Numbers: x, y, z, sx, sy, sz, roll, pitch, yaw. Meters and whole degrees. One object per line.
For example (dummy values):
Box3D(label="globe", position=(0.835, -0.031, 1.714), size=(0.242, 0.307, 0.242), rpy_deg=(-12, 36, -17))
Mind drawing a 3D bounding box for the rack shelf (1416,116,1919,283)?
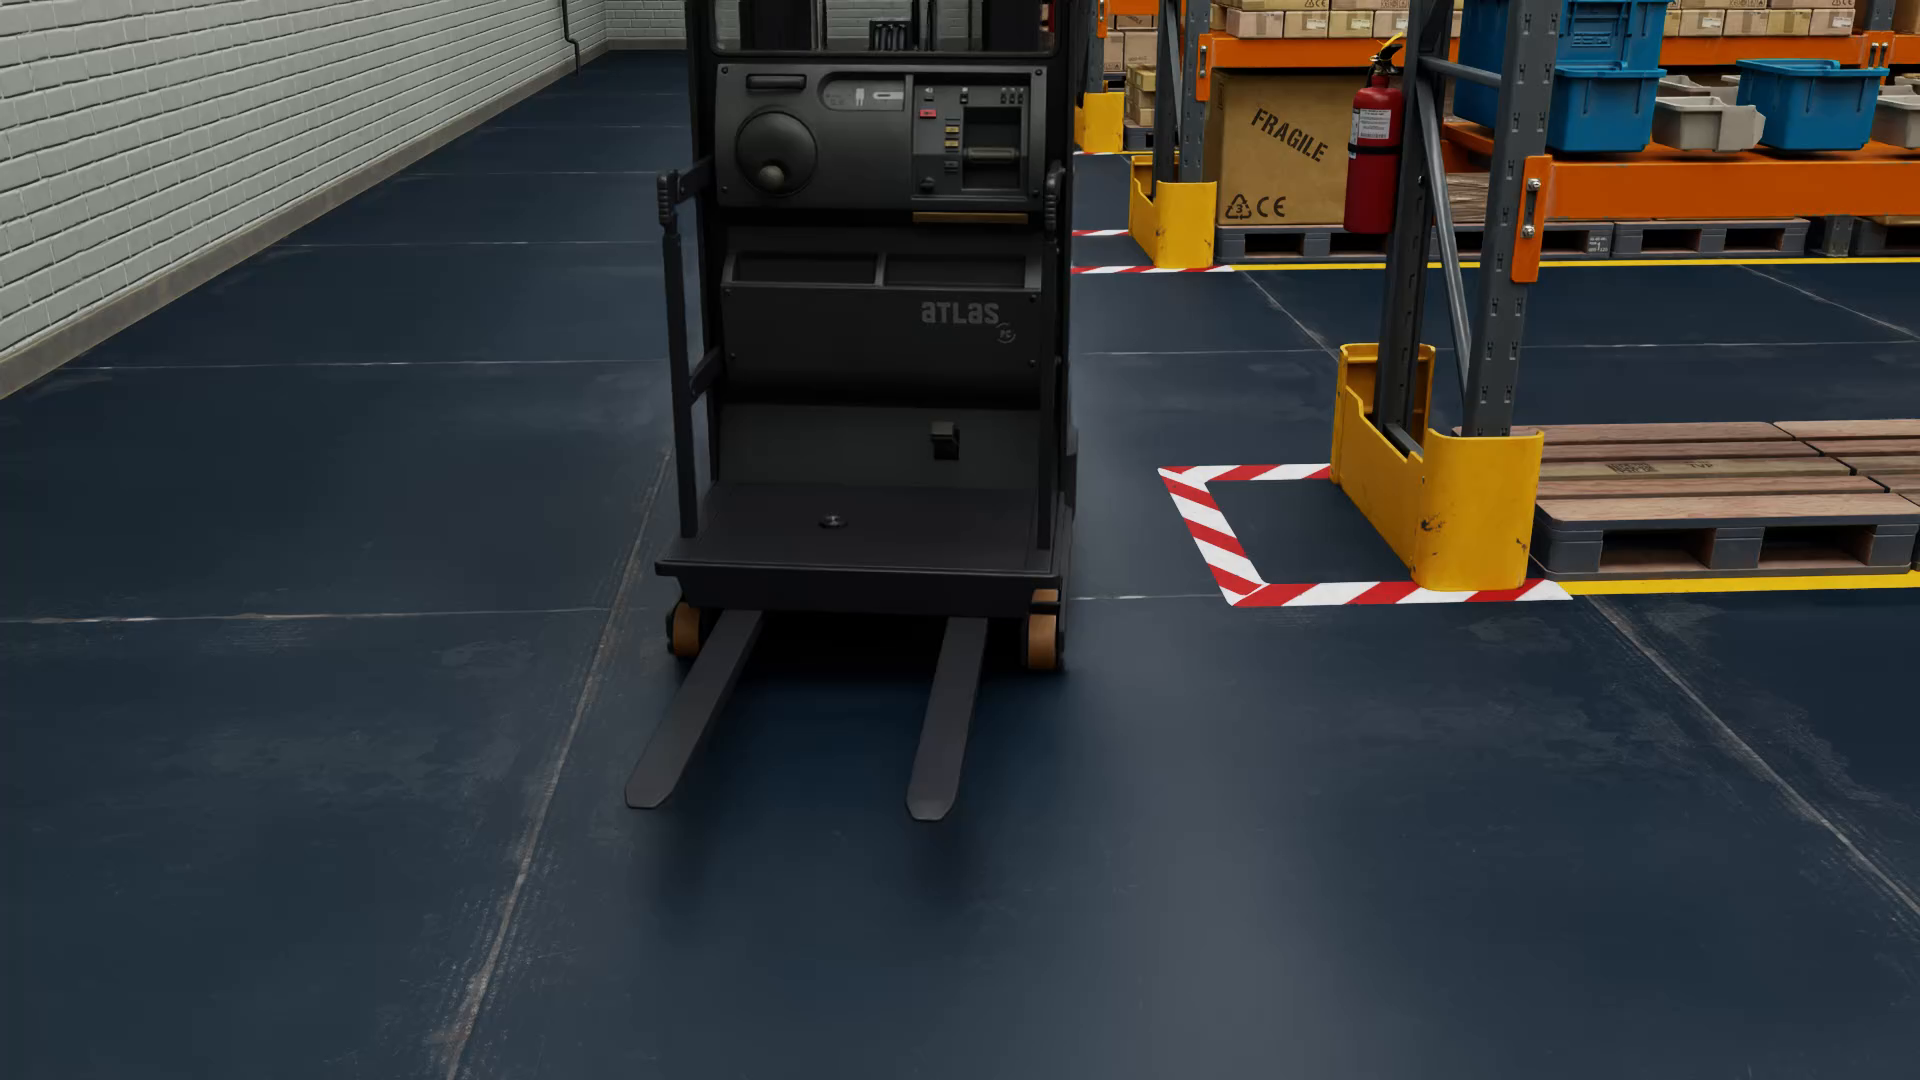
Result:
Box3D(label="rack shelf", position=(3.605, -1.159, 5.462), size=(4.000, 0.370, 1.077), rpy_deg=(-1, 21, -3))

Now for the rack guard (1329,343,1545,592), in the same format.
Box3D(label="rack guard", position=(1.585, -0.282, 5.658), size=(0.348, 0.500, 1.175), rpy_deg=(-1, 21, -3))

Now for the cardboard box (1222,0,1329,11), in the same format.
Box3D(label="cardboard box", position=(1.820, -3.197, 9.596), size=(0.500, 0.250, 0.500), rpy_deg=(-2, 21, -4))

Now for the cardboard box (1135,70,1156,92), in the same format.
Box3D(label="cardboard box", position=(1.686, -4.010, 14.519), size=(0.250, 0.149, 0.380), rpy_deg=(-2, 21, -6))

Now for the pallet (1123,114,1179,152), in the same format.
Box3D(label="pallet", position=(2.032, -3.681, 14.992), size=(1.213, 0.211, 1.003), rpy_deg=(-1, 21, -3))

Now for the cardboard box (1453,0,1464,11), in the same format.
Box3D(label="cardboard box", position=(2.841, -3.219, 9.653), size=(0.500, 0.250, 0.500), rpy_deg=(-2, 21, -5))

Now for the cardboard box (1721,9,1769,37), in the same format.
Box3D(label="cardboard box", position=(4.520, -3.045, 9.757), size=(0.250, 0.149, 0.380), rpy_deg=(-2, 21, -4))

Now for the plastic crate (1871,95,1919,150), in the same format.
Box3D(label="plastic crate", position=(2.876, -1.239, 4.945), size=(0.298, 0.136, 0.250), rpy_deg=(-1, 21, -3))

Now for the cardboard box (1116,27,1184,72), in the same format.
Box3D(label="cardboard box", position=(2.326, -5.804, 19.661), size=(0.875, 0.438, 0.875), rpy_deg=(-1, 21, -2))

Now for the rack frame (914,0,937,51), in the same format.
Box3D(label="rack frame", position=(-0.128, -1.406, 6.358), size=(0.015, 2.100, 0.400), rpy_deg=(-4, 21, -11))

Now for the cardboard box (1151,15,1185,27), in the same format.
Box3D(label="cardboard box", position=(2.981, -7.529, 24.105), size=(0.500, 0.500, 0.700), rpy_deg=(-2, 21, -5))

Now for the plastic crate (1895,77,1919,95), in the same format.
Box3D(label="plastic crate", position=(3.274, -1.468, 5.548), size=(0.250, 0.136, 0.298), rpy_deg=(-1, 21, -3))

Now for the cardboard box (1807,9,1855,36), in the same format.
Box3D(label="cardboard box", position=(5.034, -3.056, 9.784), size=(0.250, 0.149, 0.380), rpy_deg=(-1, 21, -3))

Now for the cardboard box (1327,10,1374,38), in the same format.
Box3D(label="cardboard box", position=(2.211, -2.998, 9.633), size=(0.250, 0.149, 0.380), rpy_deg=(-2, 21, -4))

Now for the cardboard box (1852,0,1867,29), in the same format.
Box3D(label="cardboard box", position=(5.771, -3.449, 10.324), size=(0.500, 0.500, 0.500), rpy_deg=(-1, 21, -3))

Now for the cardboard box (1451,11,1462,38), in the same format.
Box3D(label="cardboard box", position=(2.725, -3.009, 9.661), size=(0.250, 0.149, 0.380), rpy_deg=(-2, 21, -4))

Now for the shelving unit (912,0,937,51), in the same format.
Box3D(label="shelving unit", position=(-0.367, -1.388, 6.313), size=(0.503, 2.100, 0.431), rpy_deg=(-4, 21, -11))

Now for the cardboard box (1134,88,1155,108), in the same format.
Box3D(label="cardboard box", position=(1.681, -3.901, 14.649), size=(0.250, 0.149, 0.380), rpy_deg=(0, 21, -1))

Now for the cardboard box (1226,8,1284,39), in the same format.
Box3D(label="cardboard box", position=(1.699, -2.987, 9.604), size=(0.250, 0.149, 0.380), rpy_deg=(-1, 21, -2))

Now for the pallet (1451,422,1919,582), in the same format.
Box3D(label="pallet", position=(2.434, -0.155, 5.731), size=(1.213, 0.211, 1.003), rpy_deg=(-1, 21, -3))

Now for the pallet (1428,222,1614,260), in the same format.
Box3D(label="pallet", position=(3.335, -1.979, 10.522), size=(1.213, 0.211, 1.003), rpy_deg=(-1, 21, -3))

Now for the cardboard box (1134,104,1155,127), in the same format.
Box3D(label="cardboard box", position=(1.685, -3.739, 14.643), size=(0.250, 0.149, 0.380), rpy_deg=(-1, 21, -2))

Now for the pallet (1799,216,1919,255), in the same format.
Box3D(label="pallet", position=(6.085, -2.035, 10.669), size=(1.213, 0.211, 1.003), rpy_deg=(-1, 21, -3))

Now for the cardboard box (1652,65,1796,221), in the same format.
Box3D(label="cardboard box", position=(4.656, -2.514, 10.404), size=(0.875, 0.875, 0.875), rpy_deg=(-1, 21, -3))

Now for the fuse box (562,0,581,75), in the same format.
Box3D(label="fuse box", position=(-4.842, -6.759, 20.969), size=(0.414, 1.711, 0.539), rpy_deg=(-1, 21, -3))

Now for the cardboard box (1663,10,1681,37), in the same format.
Box3D(label="cardboard box", position=(4.006, -3.035, 9.729), size=(0.250, 0.149, 0.380), rpy_deg=(-1, 21, -2))

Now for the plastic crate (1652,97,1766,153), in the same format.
Box3D(label="plastic crate", position=(2.199, -1.225, 4.909), size=(0.298, 0.136, 0.250), rpy_deg=(-1, 21, -3))

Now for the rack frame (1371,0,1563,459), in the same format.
Box3D(label="rack frame", position=(1.608, -1.455, 5.227), size=(0.127, 3.000, 1.000), rpy_deg=(-1, 21, -3))

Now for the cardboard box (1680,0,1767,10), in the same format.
Box3D(label="cardboard box", position=(4.377, -3.251, 9.737), size=(0.500, 0.250, 0.500), rpy_deg=(-1, 21, -1))

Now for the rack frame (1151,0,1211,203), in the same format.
Box3D(label="rack frame", position=(1.326, -3.214, 9.848), size=(0.127, 3.000, 1.000), rpy_deg=(-1, 21, -3))

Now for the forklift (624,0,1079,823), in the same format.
Box3D(label="forklift", position=(-0.240, -1.125, 4.456), size=(1.130, 2.935, 3.031), rpy_deg=(2, 21, 5))

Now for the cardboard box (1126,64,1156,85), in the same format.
Box3D(label="cardboard box", position=(1.658, -4.221, 15.073), size=(0.250, 0.149, 0.380), rpy_deg=(-1, 21, -2))

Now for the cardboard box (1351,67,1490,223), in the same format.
Box3D(label="cardboard box", position=(2.869, -2.478, 10.309), size=(0.875, 0.875, 0.875), rpy_deg=(-1, 21, -3))

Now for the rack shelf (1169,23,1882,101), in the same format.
Box3D(label="rack shelf", position=(3.322, -2.919, 10.083), size=(4.000, 0.370, 1.077), rpy_deg=(-1, 21, -3))

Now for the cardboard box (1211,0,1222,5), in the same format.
Box3D(label="cardboard box", position=(1.794, -3.387, 10.095), size=(0.500, 0.250, 0.500), rpy_deg=(-1, 21, -4))

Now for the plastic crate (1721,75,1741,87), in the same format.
Box3D(label="plastic crate", position=(2.702, -1.441, 5.478), size=(0.243, 0.136, 0.396), rpy_deg=(-1, 21, -3))

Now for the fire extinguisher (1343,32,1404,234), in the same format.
Box3D(label="fire extinguisher", position=(1.432, -1.403, 5.723), size=(0.183, 0.674, 0.296), rpy_deg=(-1, 21, -3))

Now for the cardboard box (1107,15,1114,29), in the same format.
Box3D(label="cardboard box", position=(1.945, -7.508, 24.049), size=(0.500, 0.500, 0.700), rpy_deg=(0, 21, -1))
